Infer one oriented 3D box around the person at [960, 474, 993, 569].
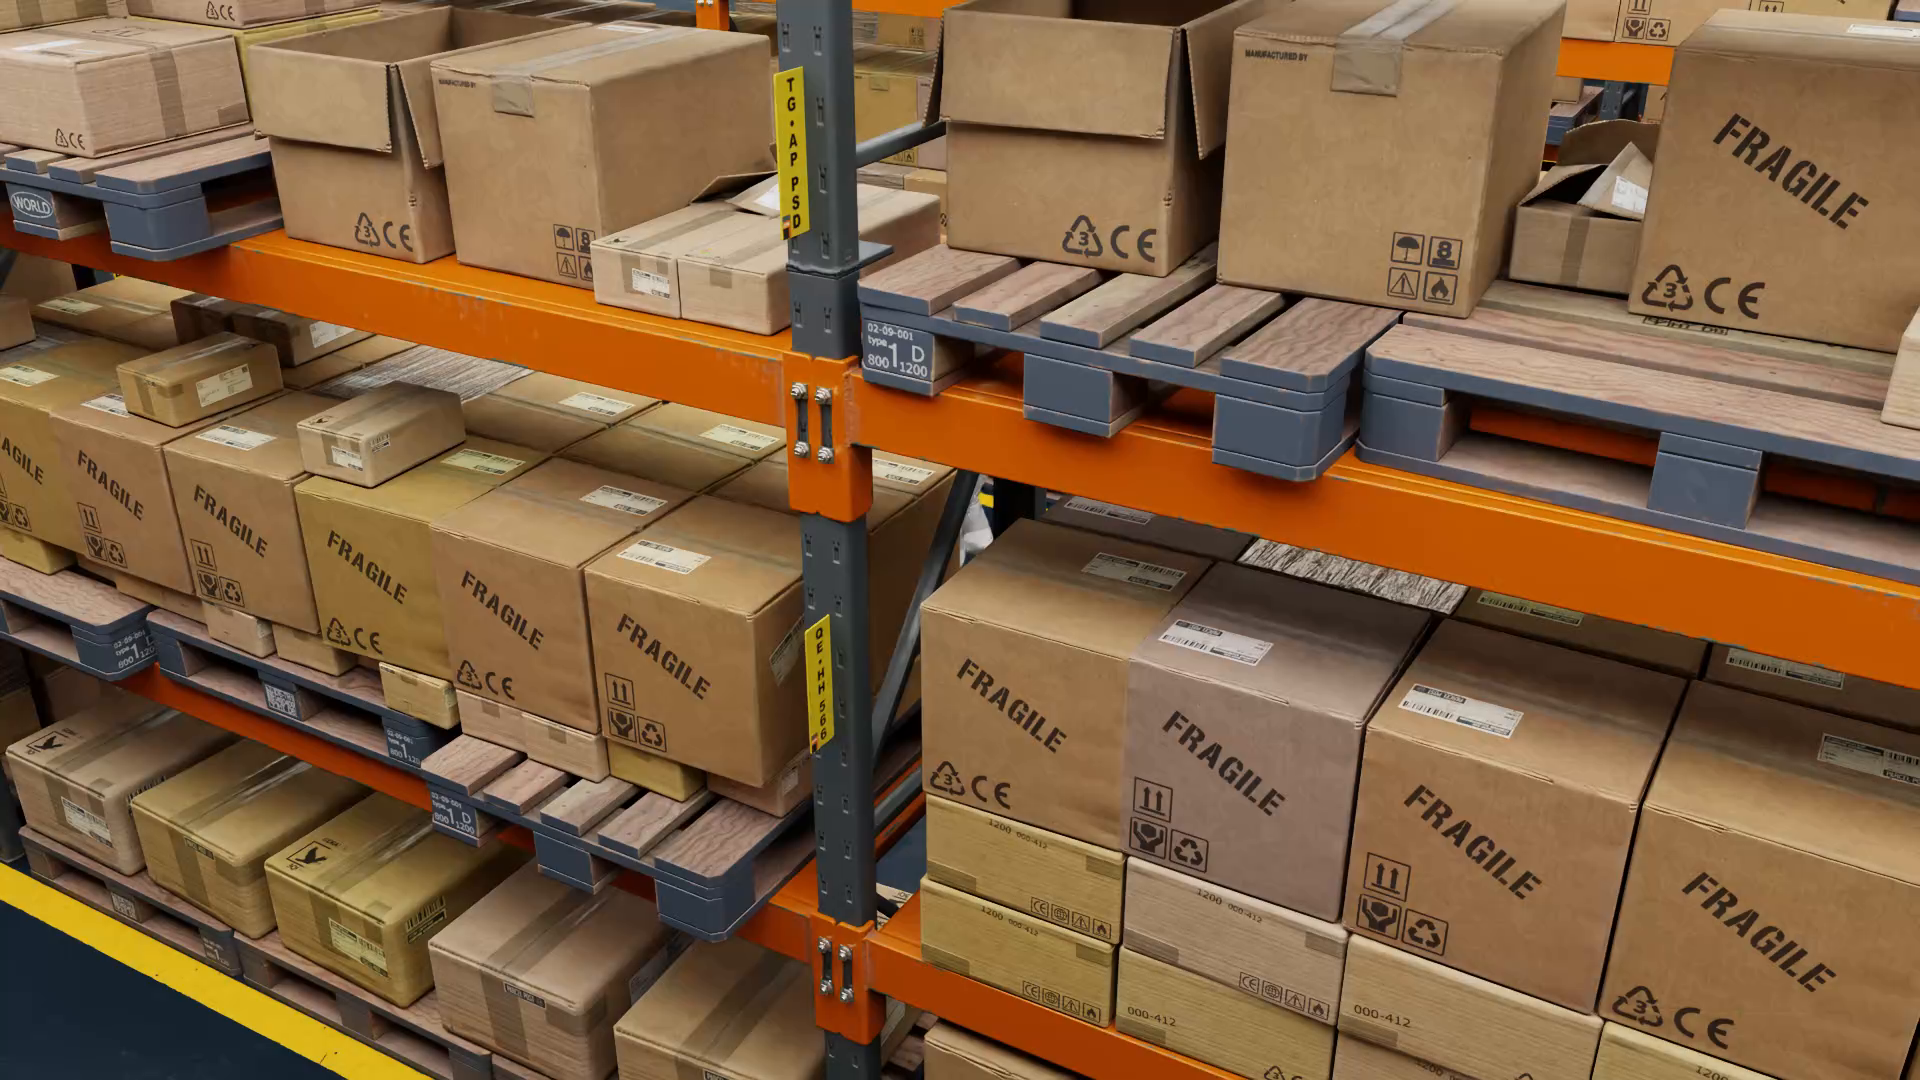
[{"bbox_3d":[-0.031,-0.485,8.039,0.441,1.793,0.590,18,32,33],"label":"person"}]
